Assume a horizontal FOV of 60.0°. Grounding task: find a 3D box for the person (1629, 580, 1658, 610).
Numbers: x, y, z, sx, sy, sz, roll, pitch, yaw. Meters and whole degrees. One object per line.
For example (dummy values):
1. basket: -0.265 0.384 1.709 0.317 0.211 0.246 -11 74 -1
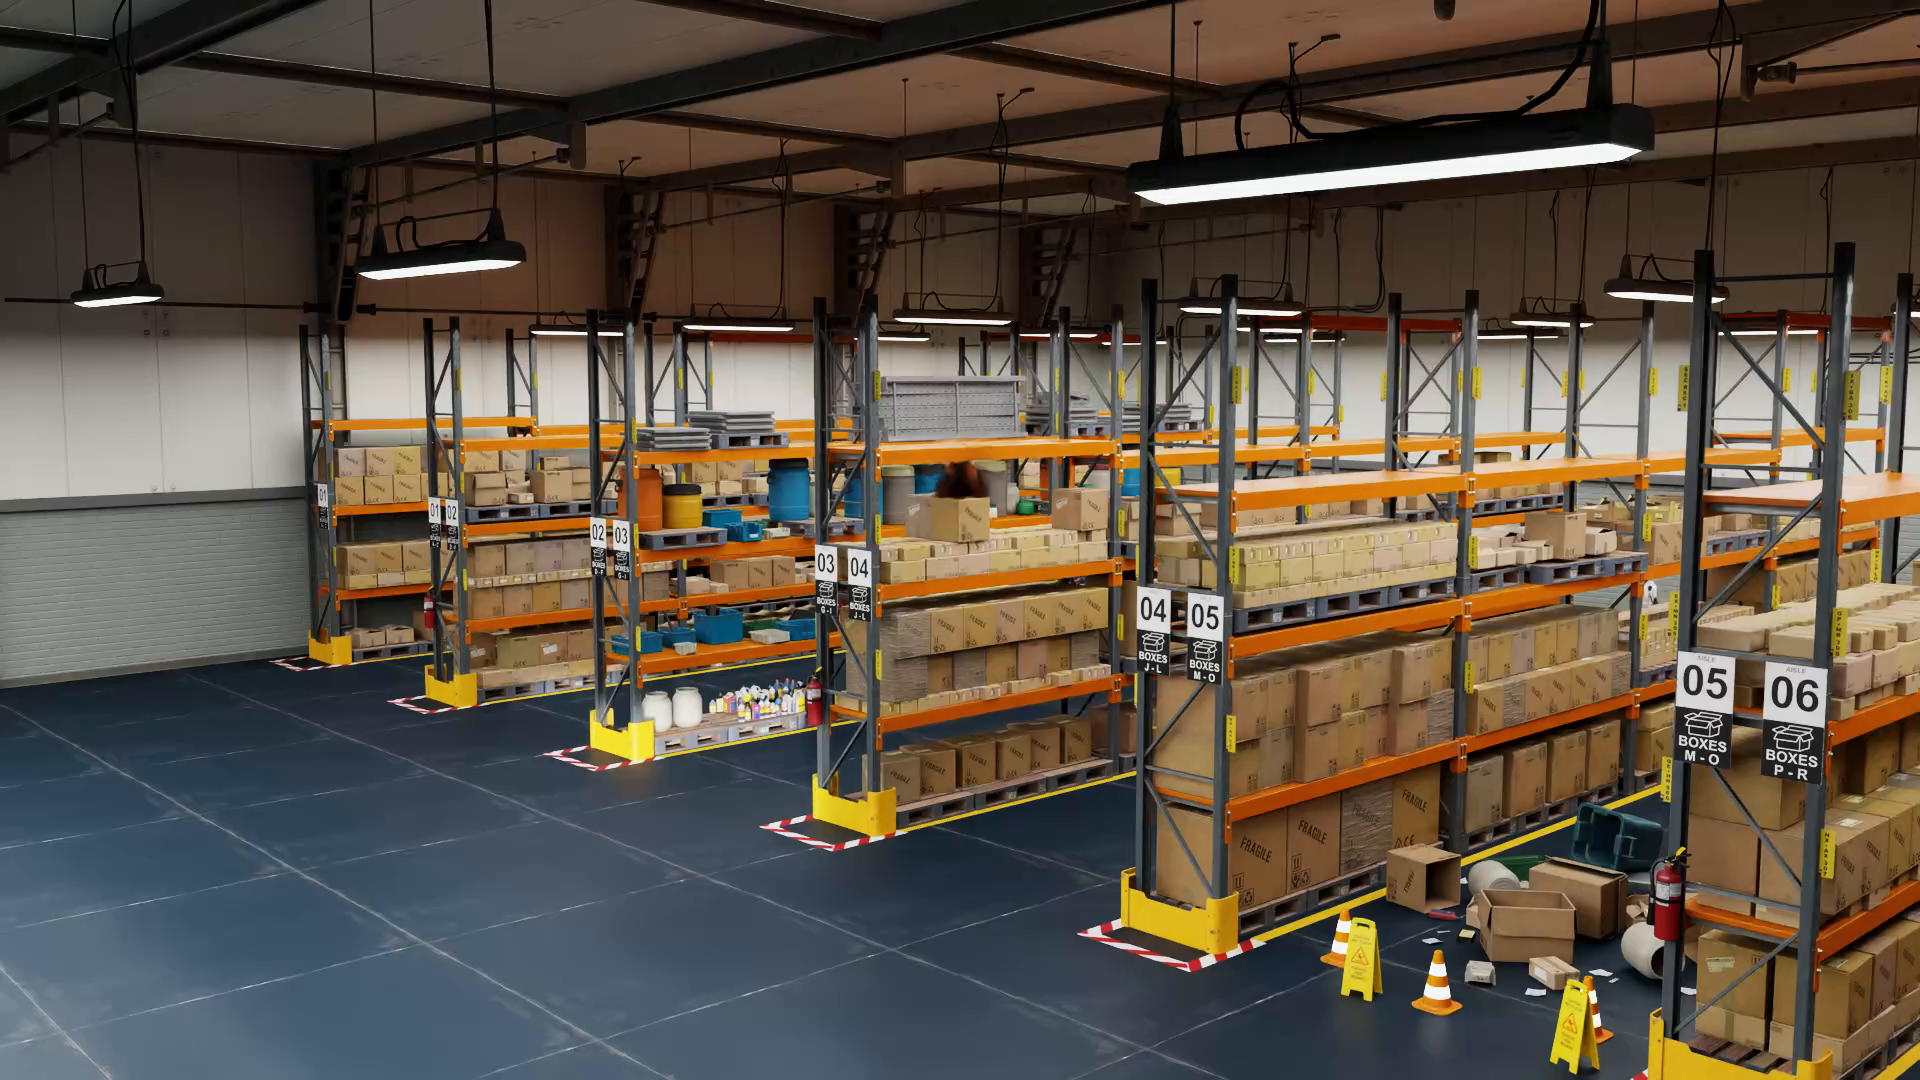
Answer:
1. person: -7.631 0.219 19.900 27.776 5.854 36.615 3 6 26
